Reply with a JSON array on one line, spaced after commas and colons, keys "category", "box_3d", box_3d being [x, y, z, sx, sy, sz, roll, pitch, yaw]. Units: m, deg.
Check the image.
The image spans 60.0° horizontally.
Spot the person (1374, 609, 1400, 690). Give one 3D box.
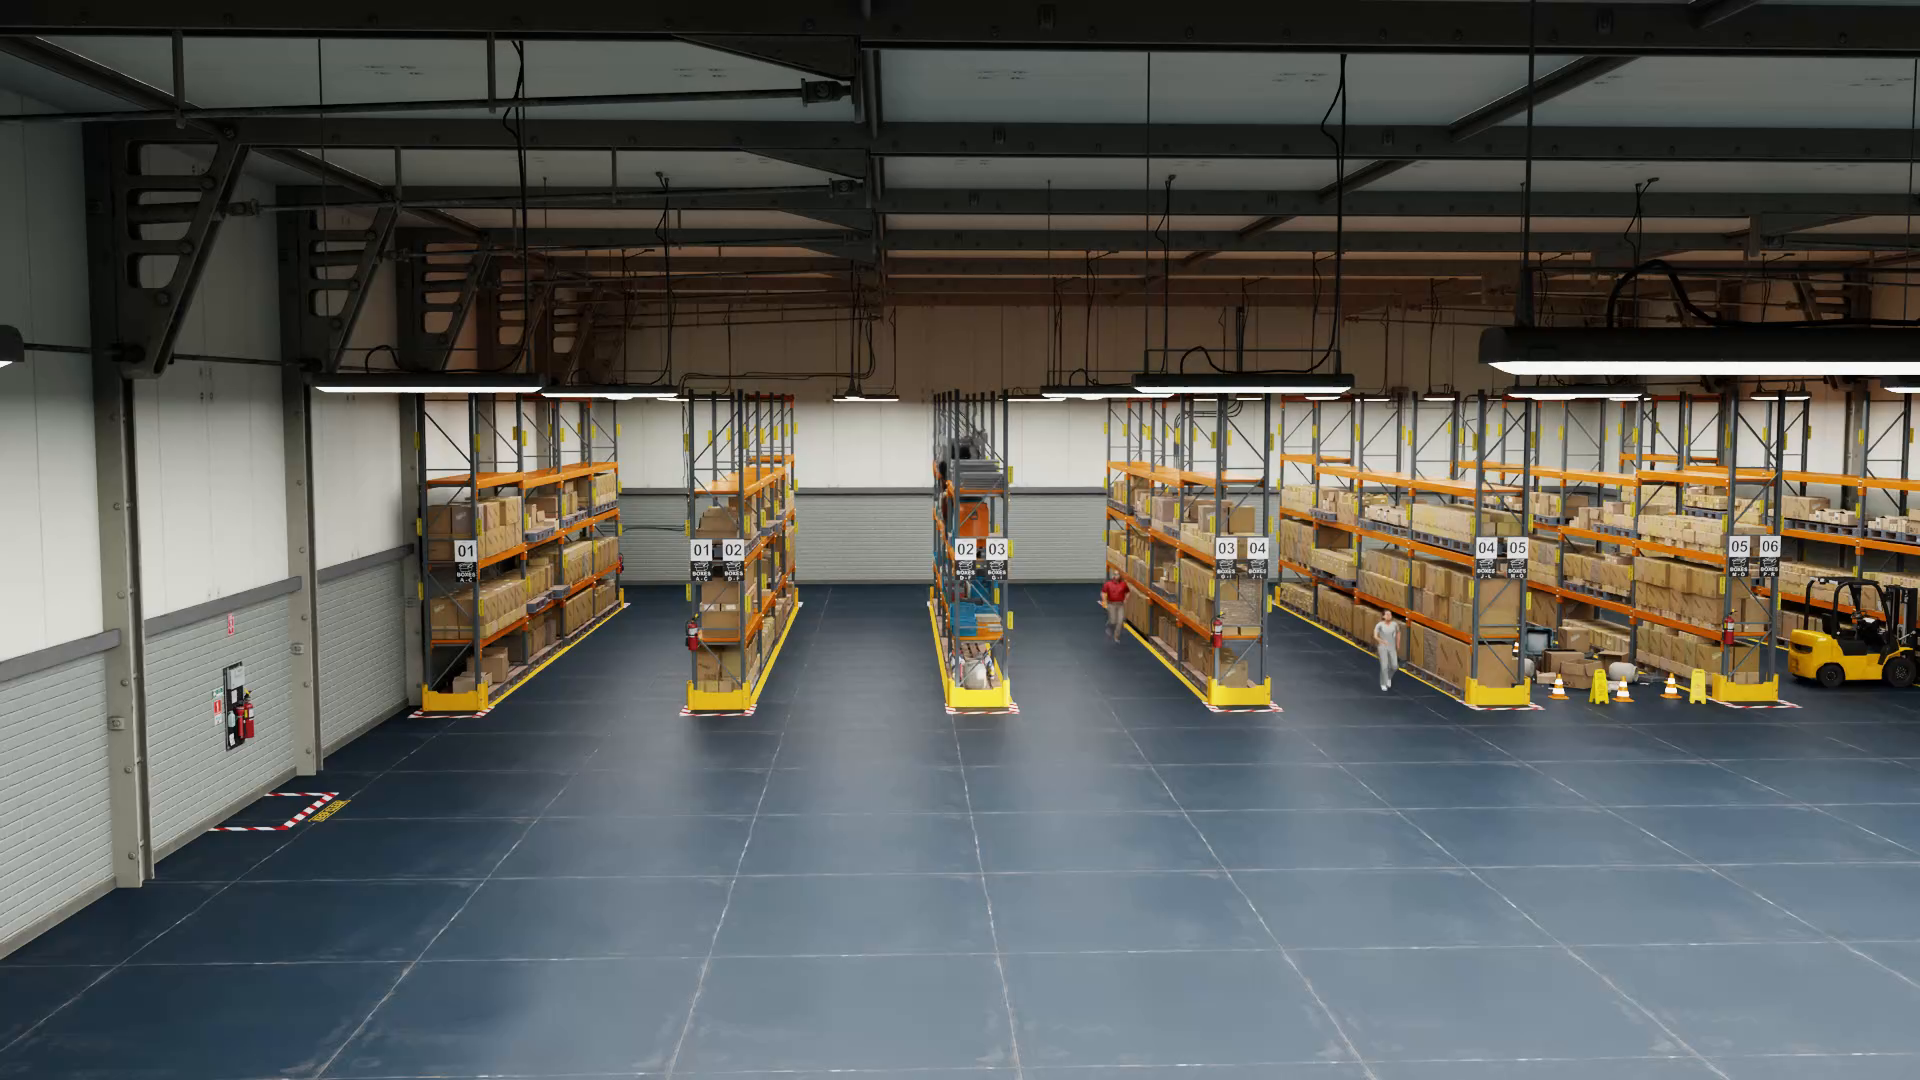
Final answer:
[{"category": "person", "box_3d": [8.570, 2.193, 33.248, 0.589, 1.639, 0.558, 0, 5, -4]}]

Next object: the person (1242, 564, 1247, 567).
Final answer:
[{"category": "person", "box_3d": [7.206, 1.407, 42.334, 0.679, 1.749, 0.534, -1, 5, -9]}]

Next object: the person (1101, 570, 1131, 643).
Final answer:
[{"category": "person", "box_3d": [3.562, 1.510, 37.890, 0.678, 1.658, 0.590, 0, 5, -6]}]
